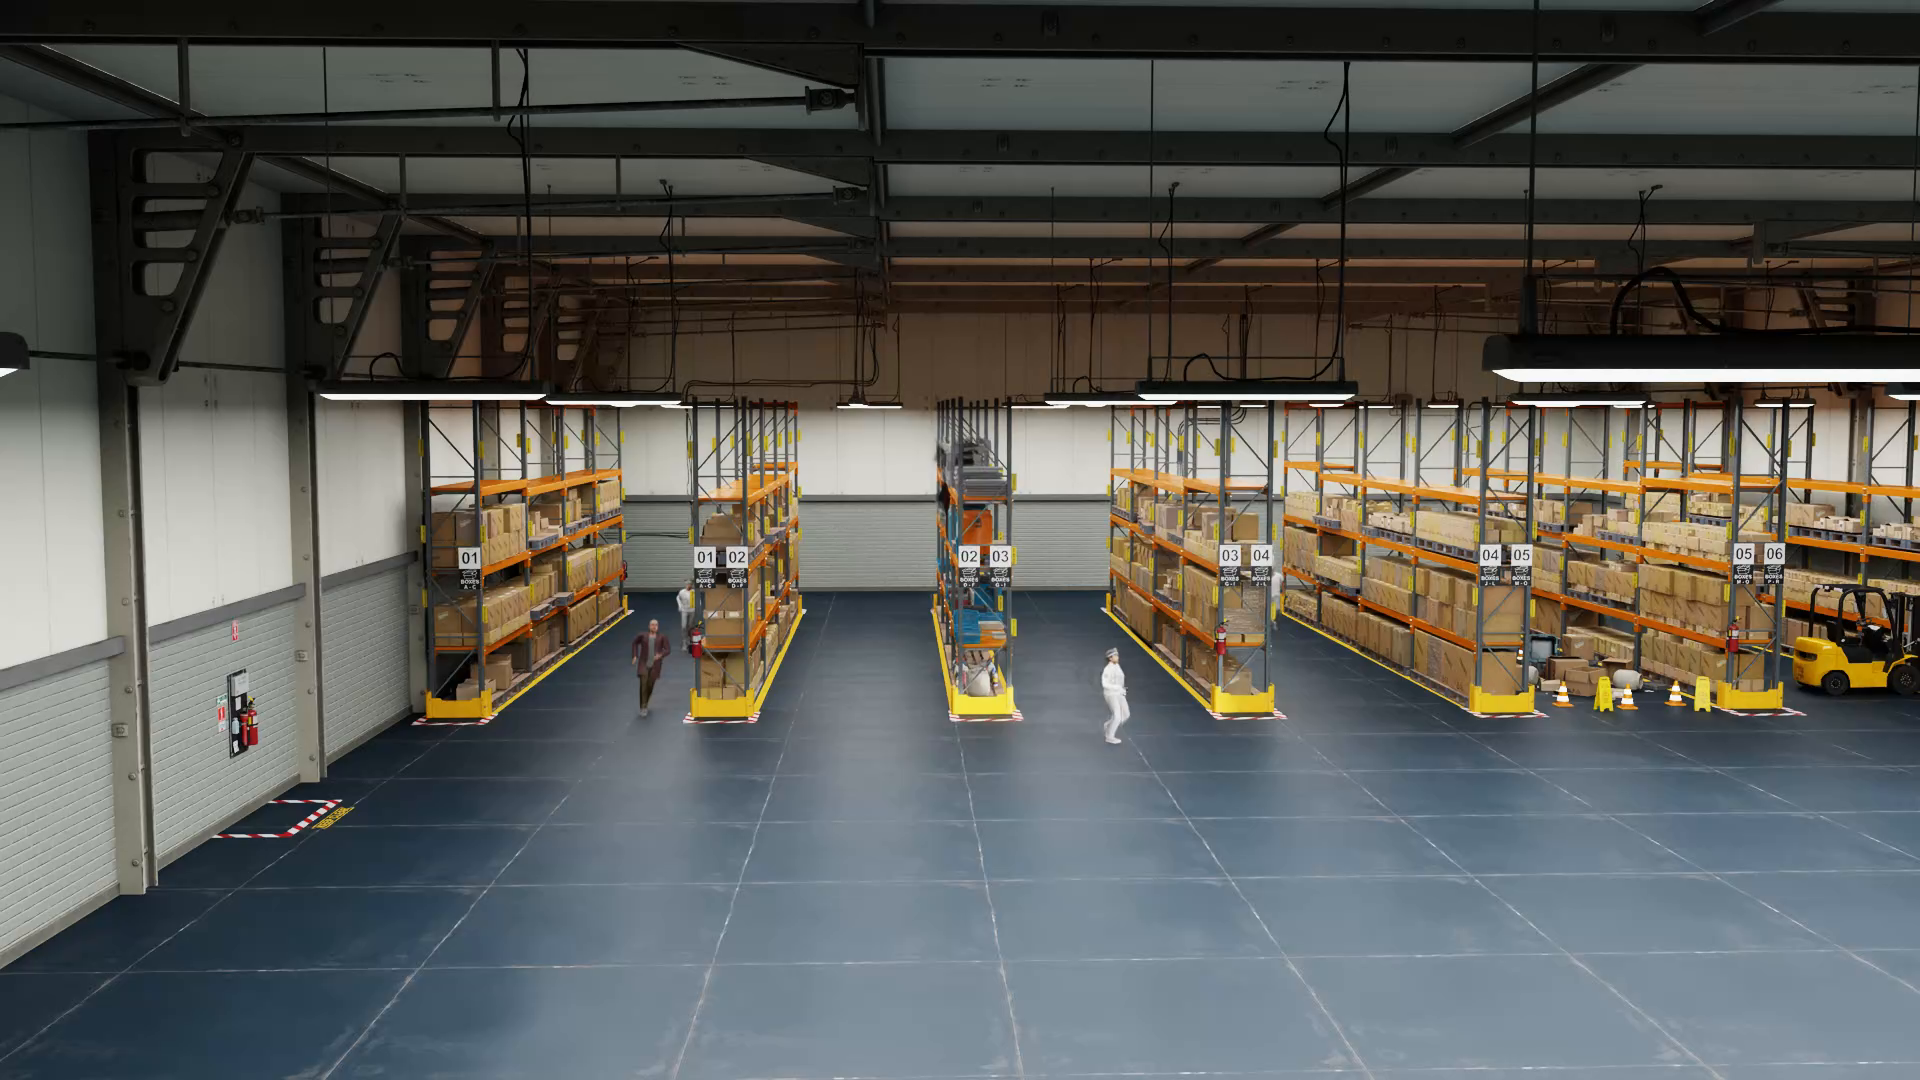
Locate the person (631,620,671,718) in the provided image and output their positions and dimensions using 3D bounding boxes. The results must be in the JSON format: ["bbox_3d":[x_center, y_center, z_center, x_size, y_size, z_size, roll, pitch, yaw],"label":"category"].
[{"bbox_3d":[-5.853,2.414,31.538,0.730,1.772,0.911,-1,5,-13],"label":"person"}]

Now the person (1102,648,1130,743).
[{"bbox_3d":[2.699,2.681,28.688,0.537,1.645,0.608,3,5,33],"label":"person"}]

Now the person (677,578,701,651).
[{"bbox_3d":[-6.540,1.782,40.118,0.598,1.751,0.783,0,4,-5],"label":"person"}]

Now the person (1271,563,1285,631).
[{"bbox_3d":[8.188,1.491,43.587,0.714,1.791,0.726,0,4,2],"label":"person"}]
